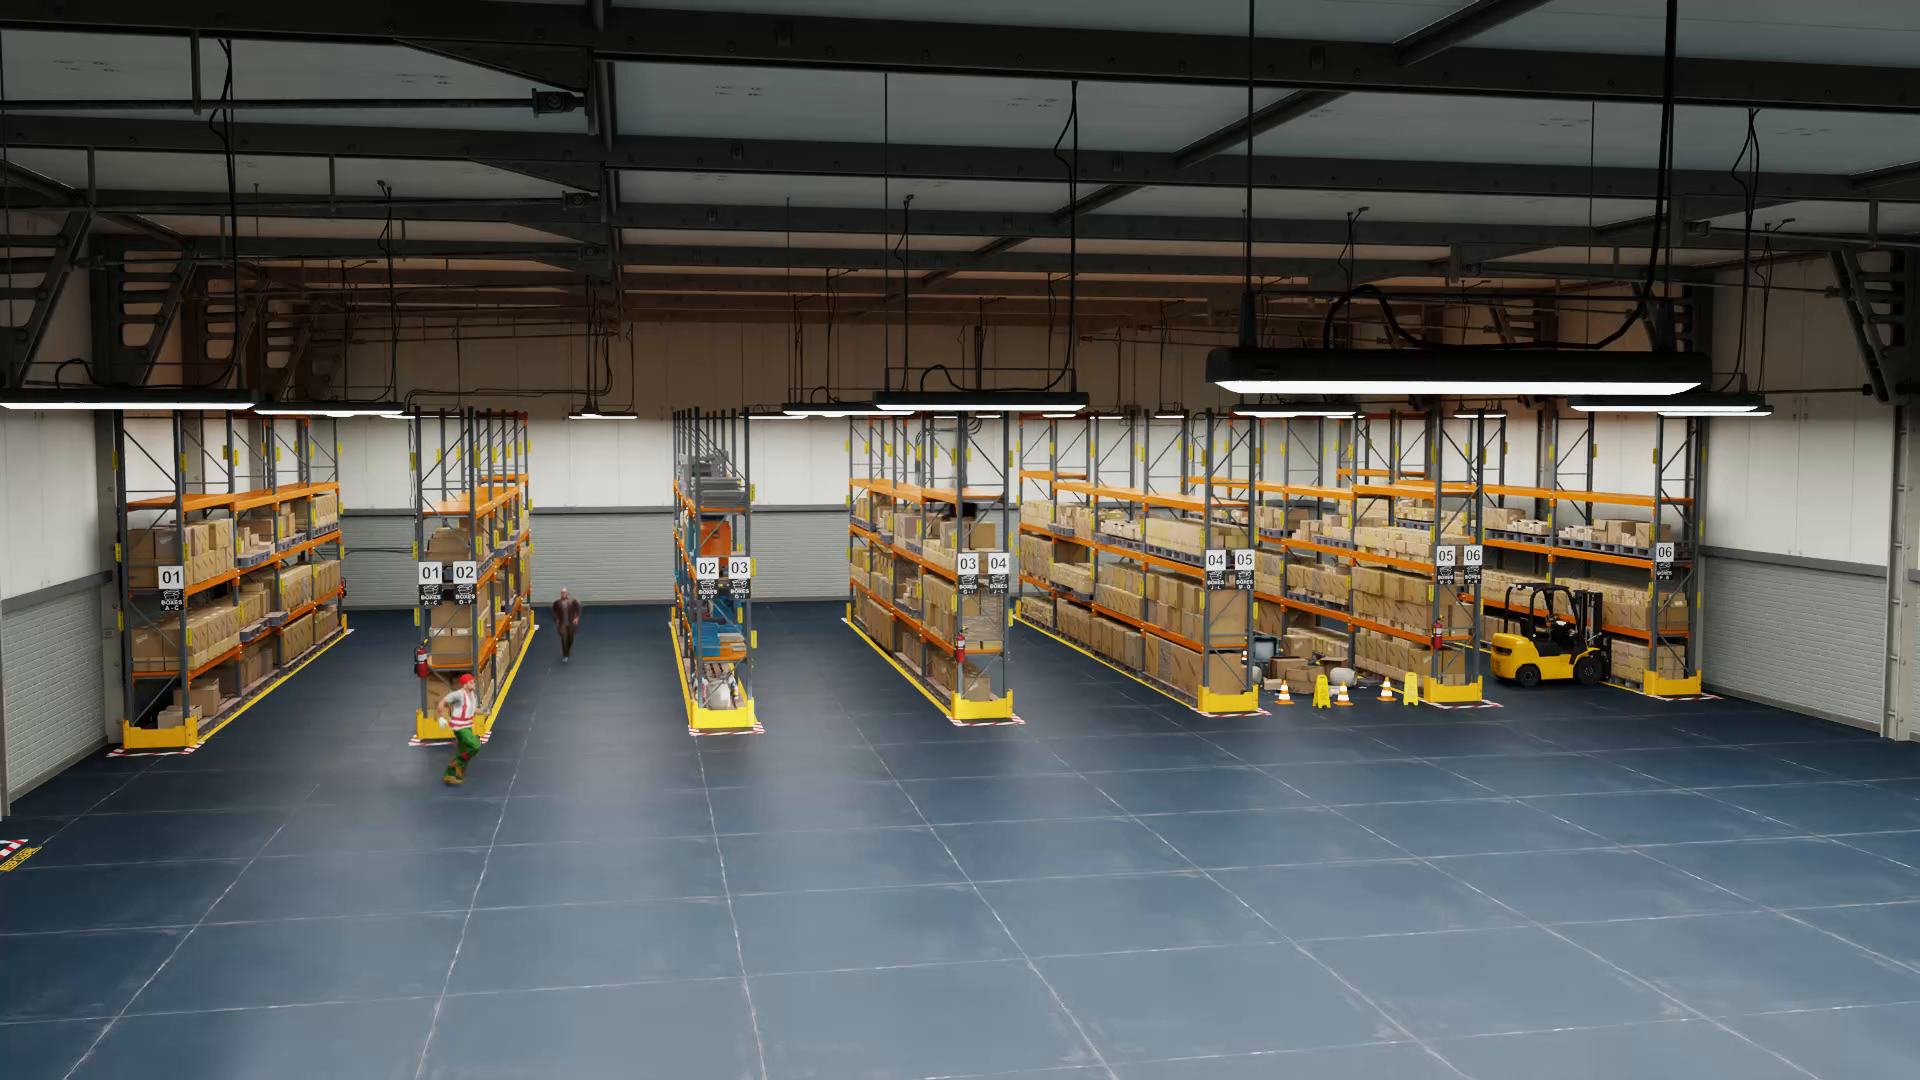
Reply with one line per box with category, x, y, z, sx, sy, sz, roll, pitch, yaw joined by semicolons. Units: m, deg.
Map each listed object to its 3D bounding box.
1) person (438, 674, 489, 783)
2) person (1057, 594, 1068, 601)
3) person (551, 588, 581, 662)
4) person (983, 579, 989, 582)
person;-7.804;2.972;26.220;0.750;1.727;0.707;1;4;14
person;3.025;1.423;49.592;0.522;1.515;0.590;2;4;21
person;-9.435;2.036;39.865;0.711;1.752;0.647;-1;4;-11
person;0.557;1.411;48.568;0.690;1.712;0.547;3;5;32
